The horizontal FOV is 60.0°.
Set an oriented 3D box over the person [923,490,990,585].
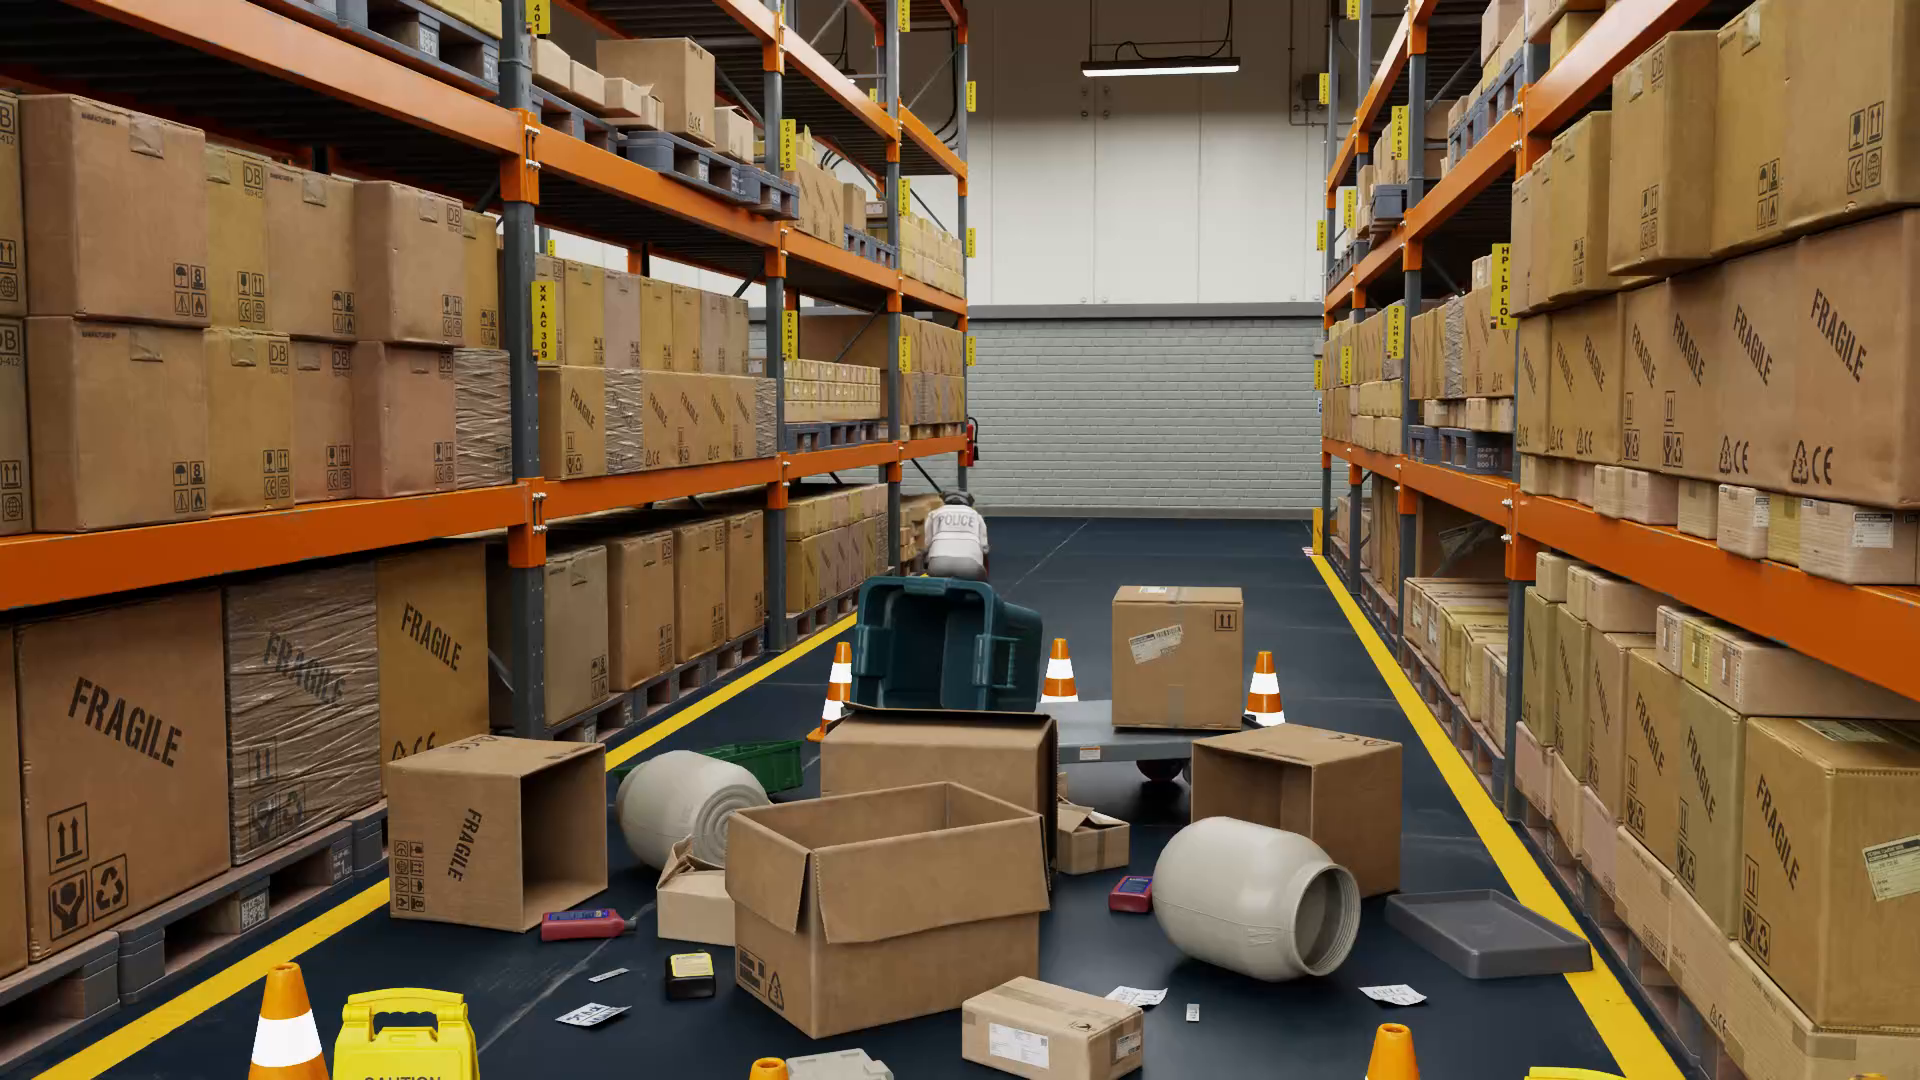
[{"bbox_3d":[-0.032,0.176,11.686,0.493,1.034,0.845,1,5,8],"label":"person"}]
